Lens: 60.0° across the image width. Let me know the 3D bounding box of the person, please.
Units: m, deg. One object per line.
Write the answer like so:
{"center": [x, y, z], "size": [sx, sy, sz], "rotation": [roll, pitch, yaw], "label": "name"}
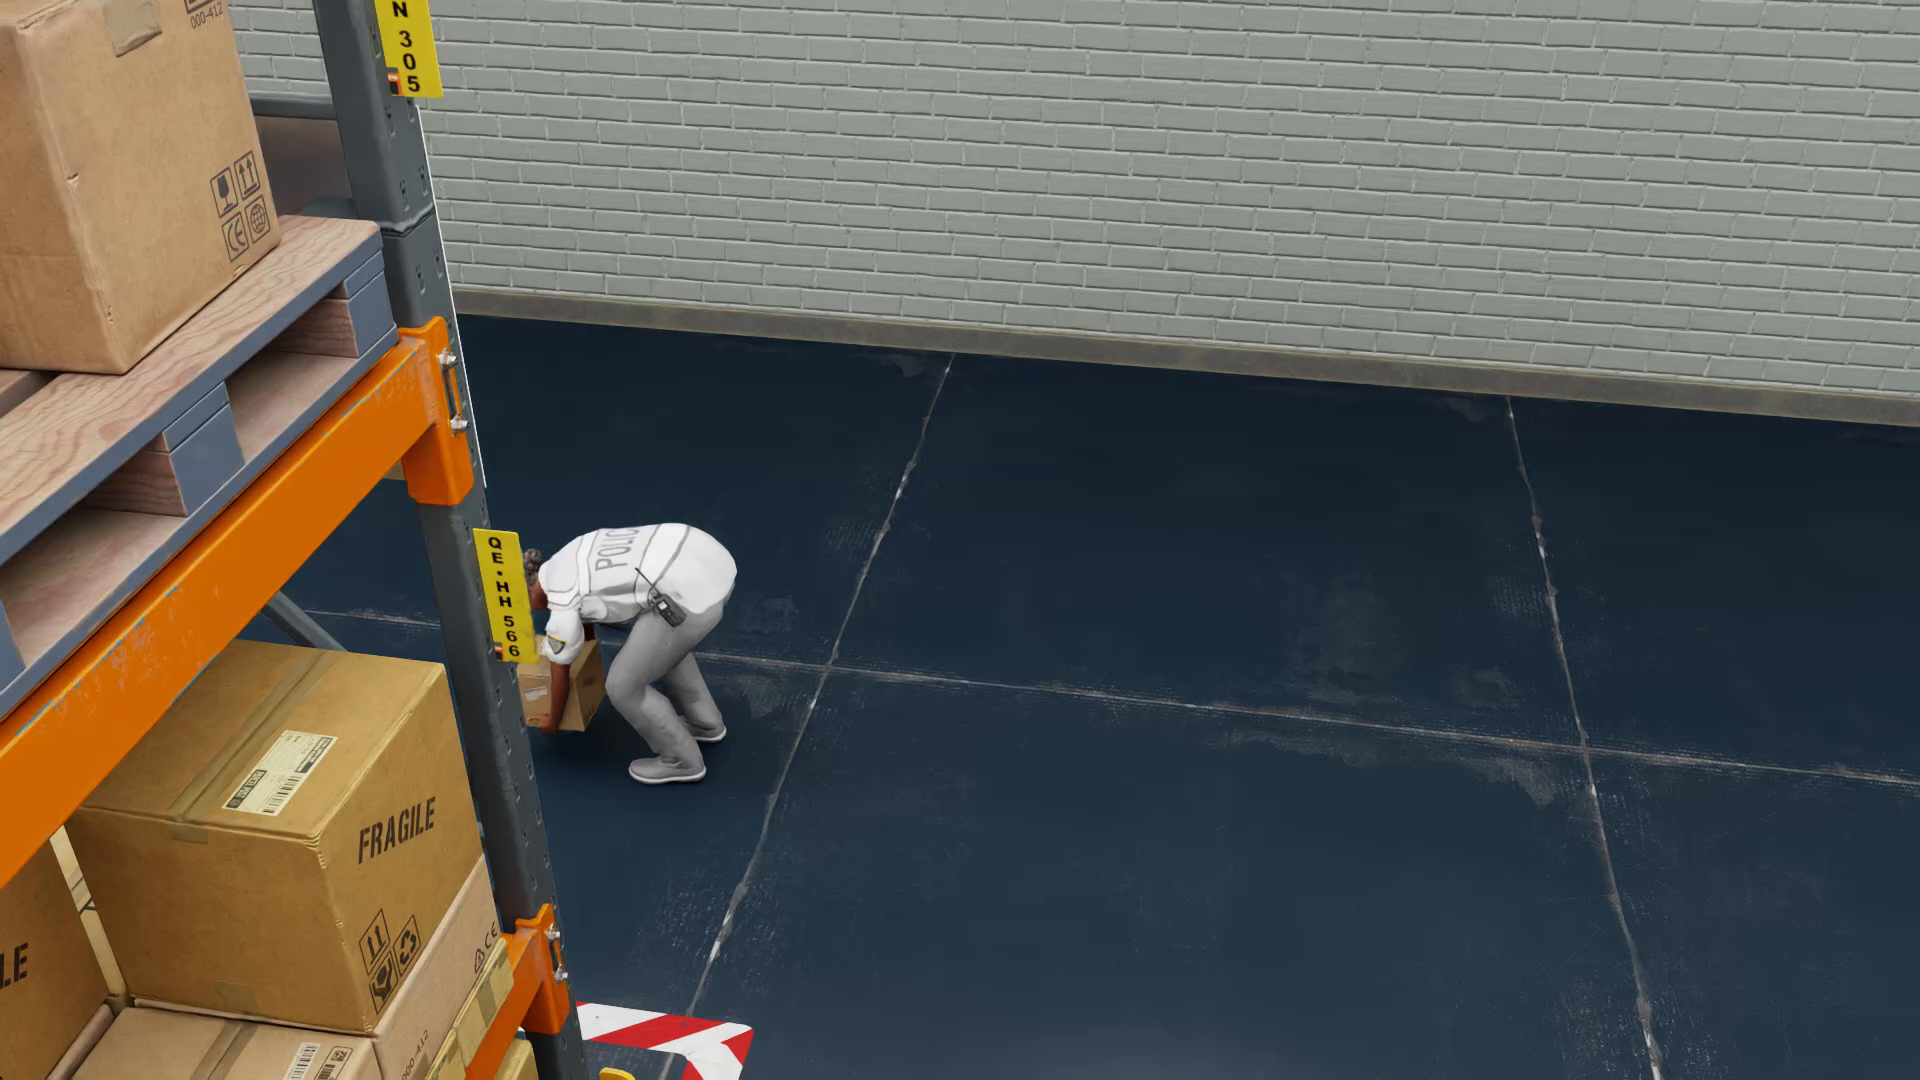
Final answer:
{"center": [-1.270, 0.398, 6.145], "size": [0.928, 0.987, 0.449], "rotation": [4, 33, 6], "label": "person"}
